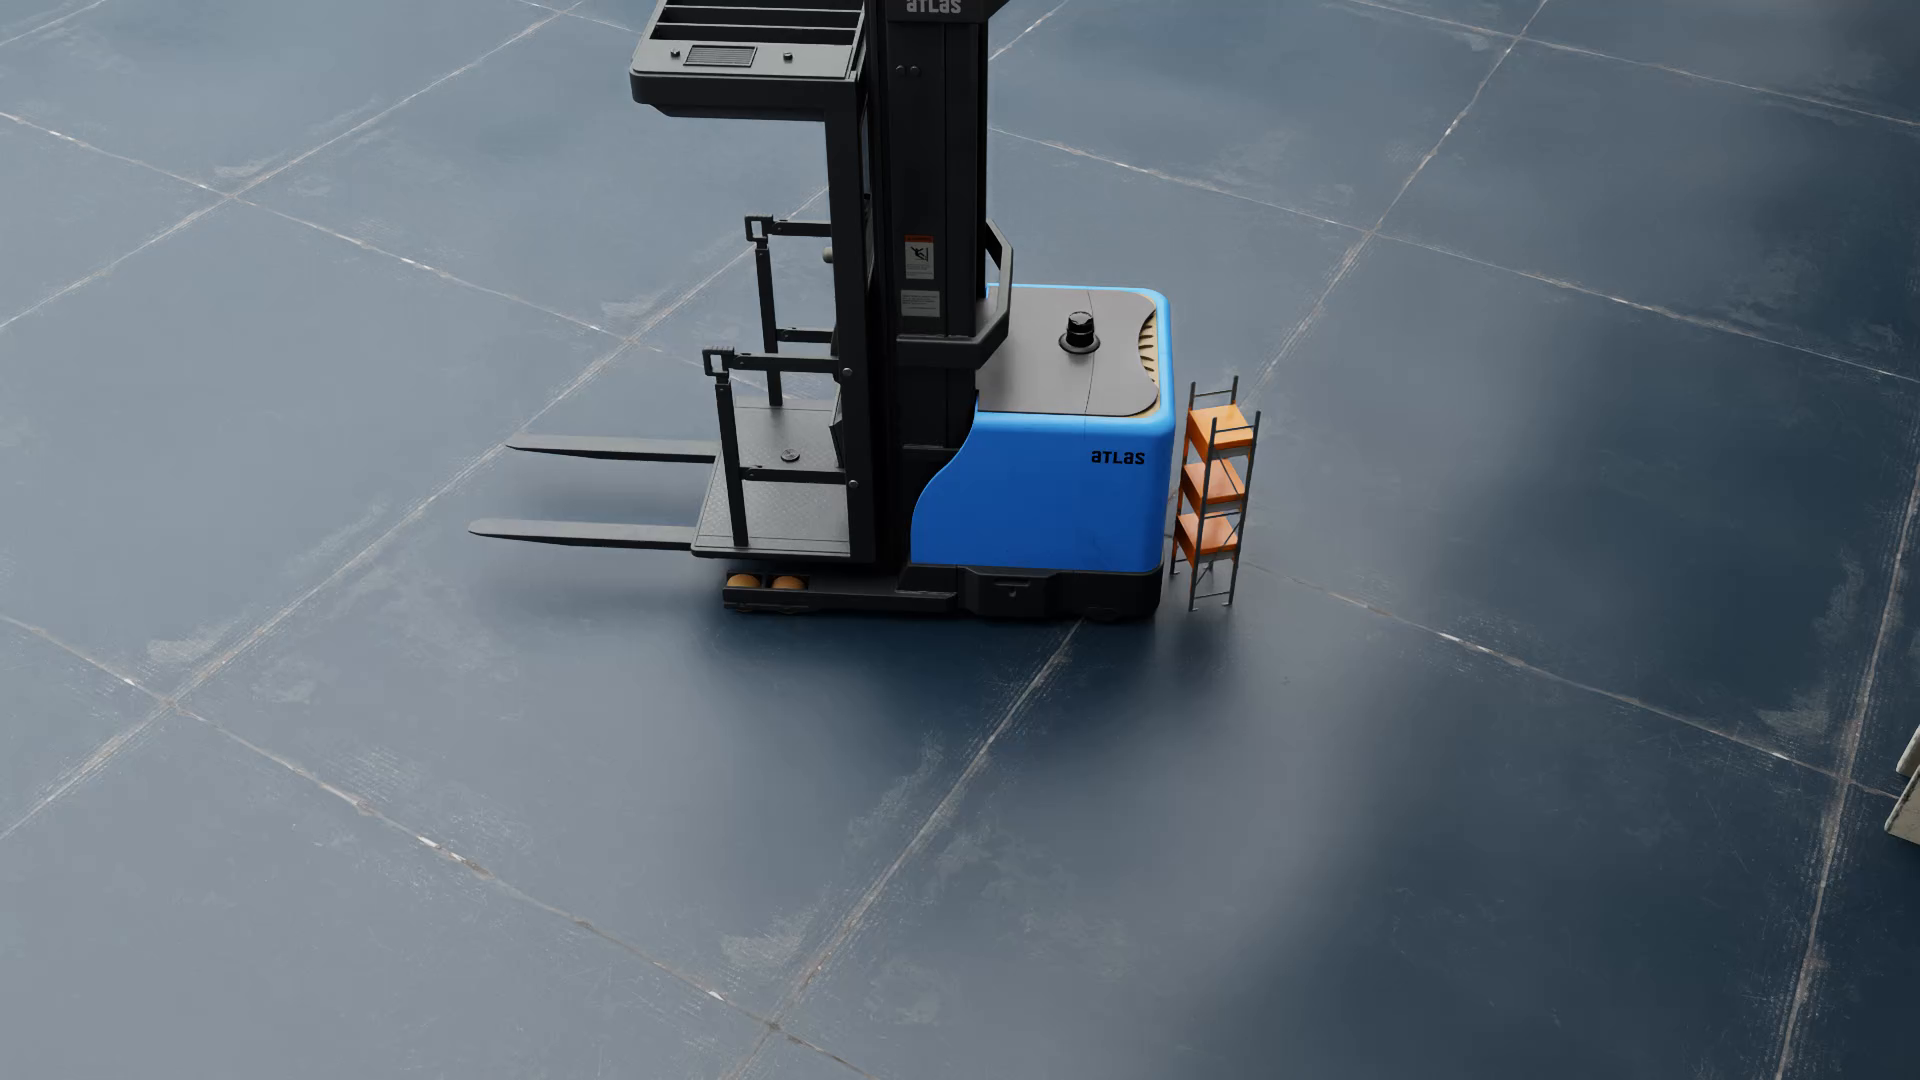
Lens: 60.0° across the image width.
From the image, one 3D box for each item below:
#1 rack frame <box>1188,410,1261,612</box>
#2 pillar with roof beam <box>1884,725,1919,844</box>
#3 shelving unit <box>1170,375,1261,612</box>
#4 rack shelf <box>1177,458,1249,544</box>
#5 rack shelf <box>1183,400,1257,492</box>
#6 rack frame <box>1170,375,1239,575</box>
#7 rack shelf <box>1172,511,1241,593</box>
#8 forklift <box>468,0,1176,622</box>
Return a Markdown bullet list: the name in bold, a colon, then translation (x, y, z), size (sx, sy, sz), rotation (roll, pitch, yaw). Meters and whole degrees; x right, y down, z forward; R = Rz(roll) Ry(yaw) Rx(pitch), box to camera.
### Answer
- **rack frame**: translation (1.089, -0.101, 6.885), size (0.200, 1.050, 0.008), rotation (-9, 42, -10)
- **pillar with roof beam**: translation (0.013, -3.758, 5.024), size (9.100, 9.000, 0.400), rotation (21, 45, 22)
- **shelving unit**: translation (1.059, -0.179, 6.974), size (0.215, 1.050, 0.252), rotation (-9, 42, -10)
- **rack shelf**: translation (1.059, -0.171, 6.981), size (0.215, 0.259, 0.240), rotation (-9, 42, -10)
- **rack shelf**: translation (1.059, -0.384, 6.794), size (0.215, 0.259, 0.240), rotation (-9, 42, -10)
- **rack frame**: translation (1.030, -0.257, 7.063), size (0.200, 1.050, 0.008), rotation (-9, 42, -10)
- **rack shelf**: translation (1.059, 0.038, 7.165), size (0.215, 0.259, 0.240), rotation (-9, 42, -10)
- **forklift**: translation (-0.624, -1.127, 6.628), size (3.031, 2.935, 1.130), rotation (2, 41, 3)
